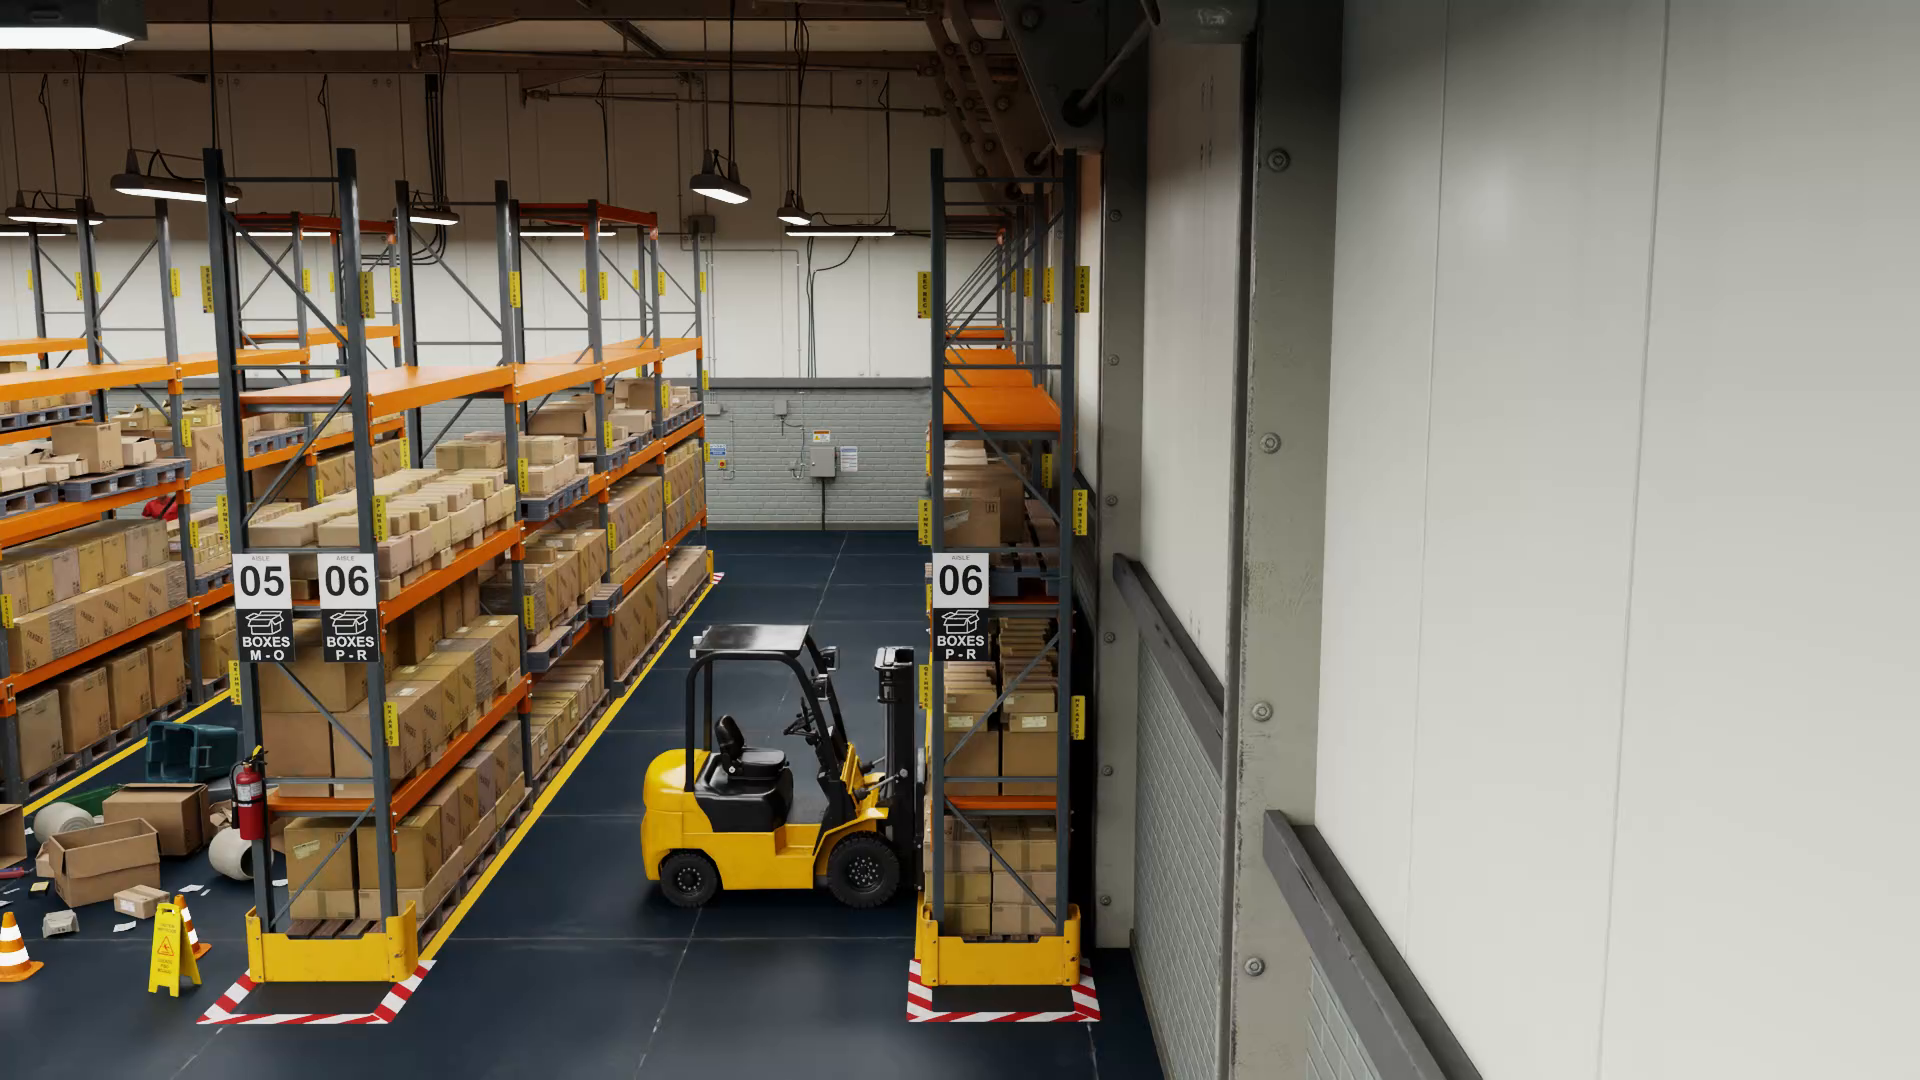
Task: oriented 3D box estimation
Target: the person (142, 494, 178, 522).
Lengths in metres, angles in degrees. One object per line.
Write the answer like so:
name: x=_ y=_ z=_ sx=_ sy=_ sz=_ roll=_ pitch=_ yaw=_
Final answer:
person: x=-13.035 y=-0.025 z=27.320 sx=0.698 sy=1.813 sz=0.733 roll=-3 pitch=10 yaw=-17
